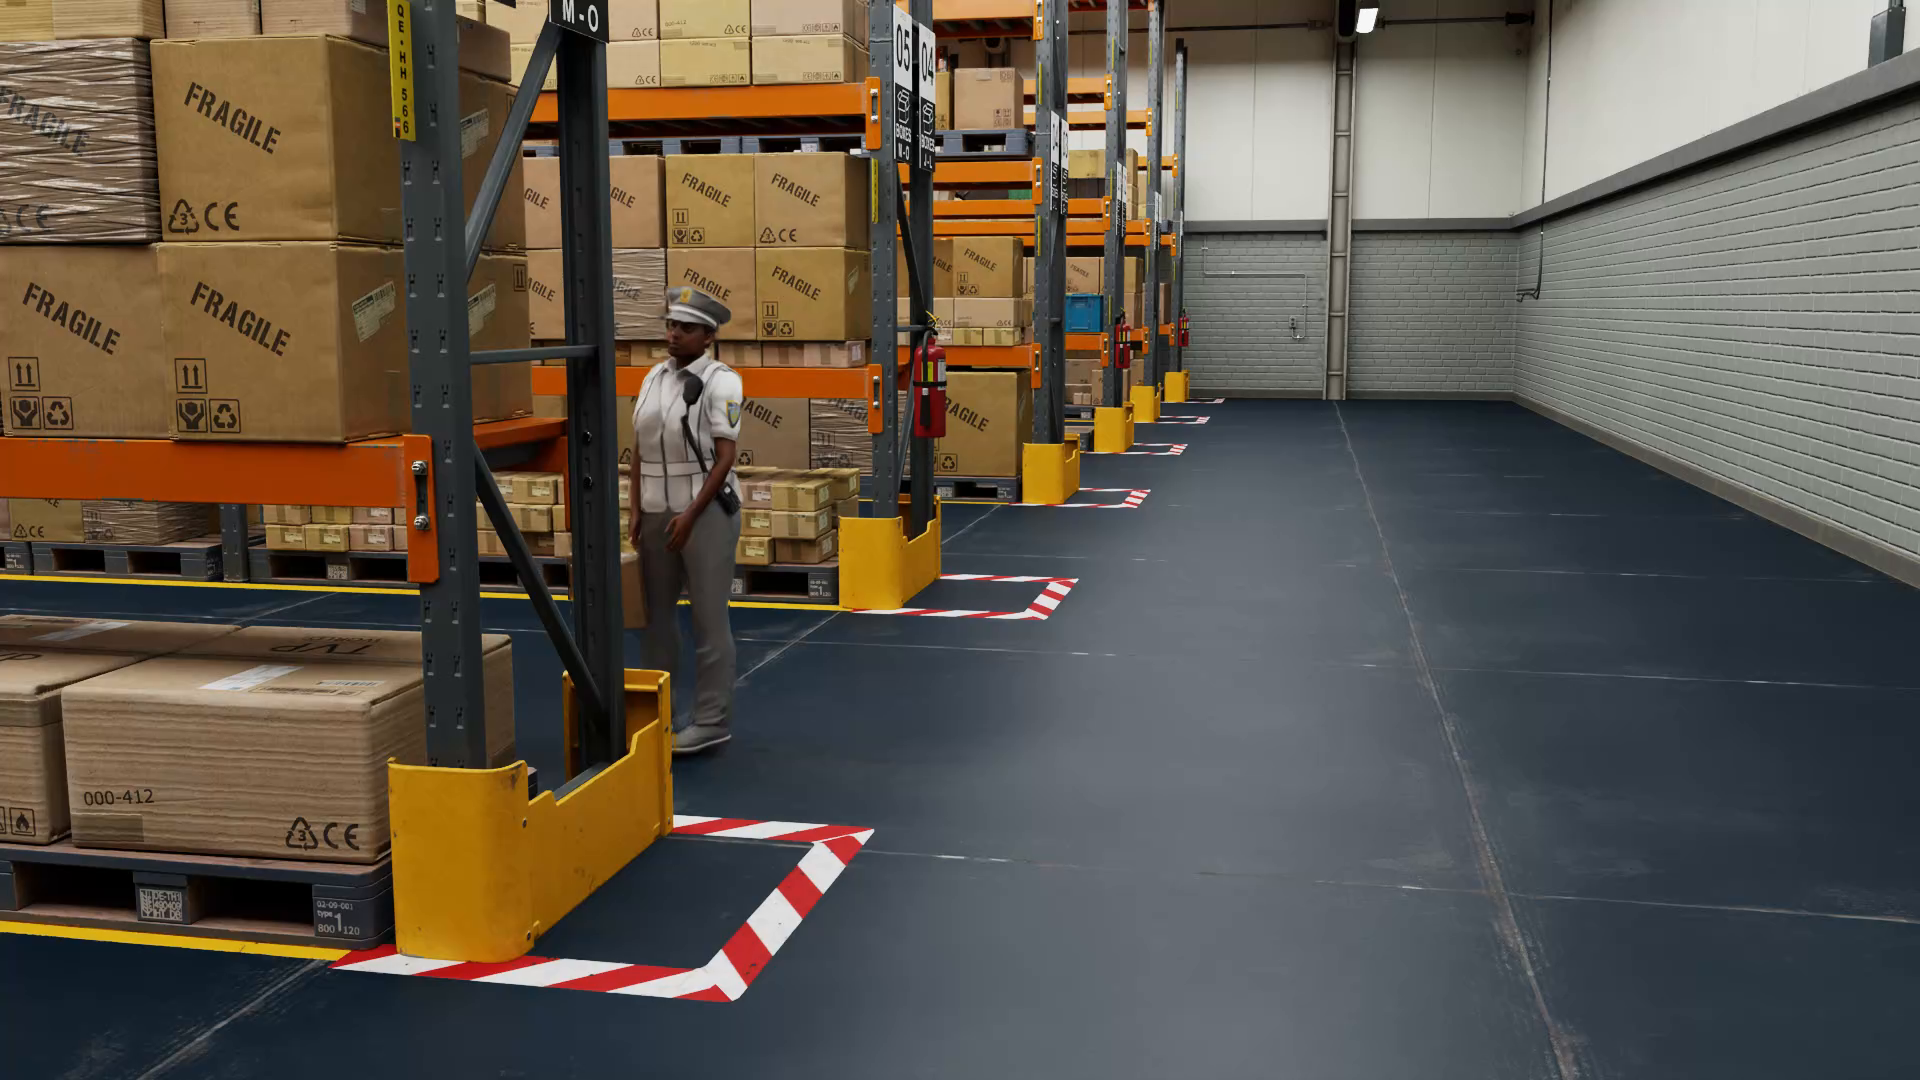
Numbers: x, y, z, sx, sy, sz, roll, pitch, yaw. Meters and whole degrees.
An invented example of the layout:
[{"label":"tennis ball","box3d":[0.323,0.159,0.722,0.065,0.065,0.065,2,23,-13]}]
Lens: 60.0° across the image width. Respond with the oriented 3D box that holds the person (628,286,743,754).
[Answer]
[{"label":"person","box3d":[-1.064,-0.075,6.131,0.532,1.701,0.422,4,9,29]}]
